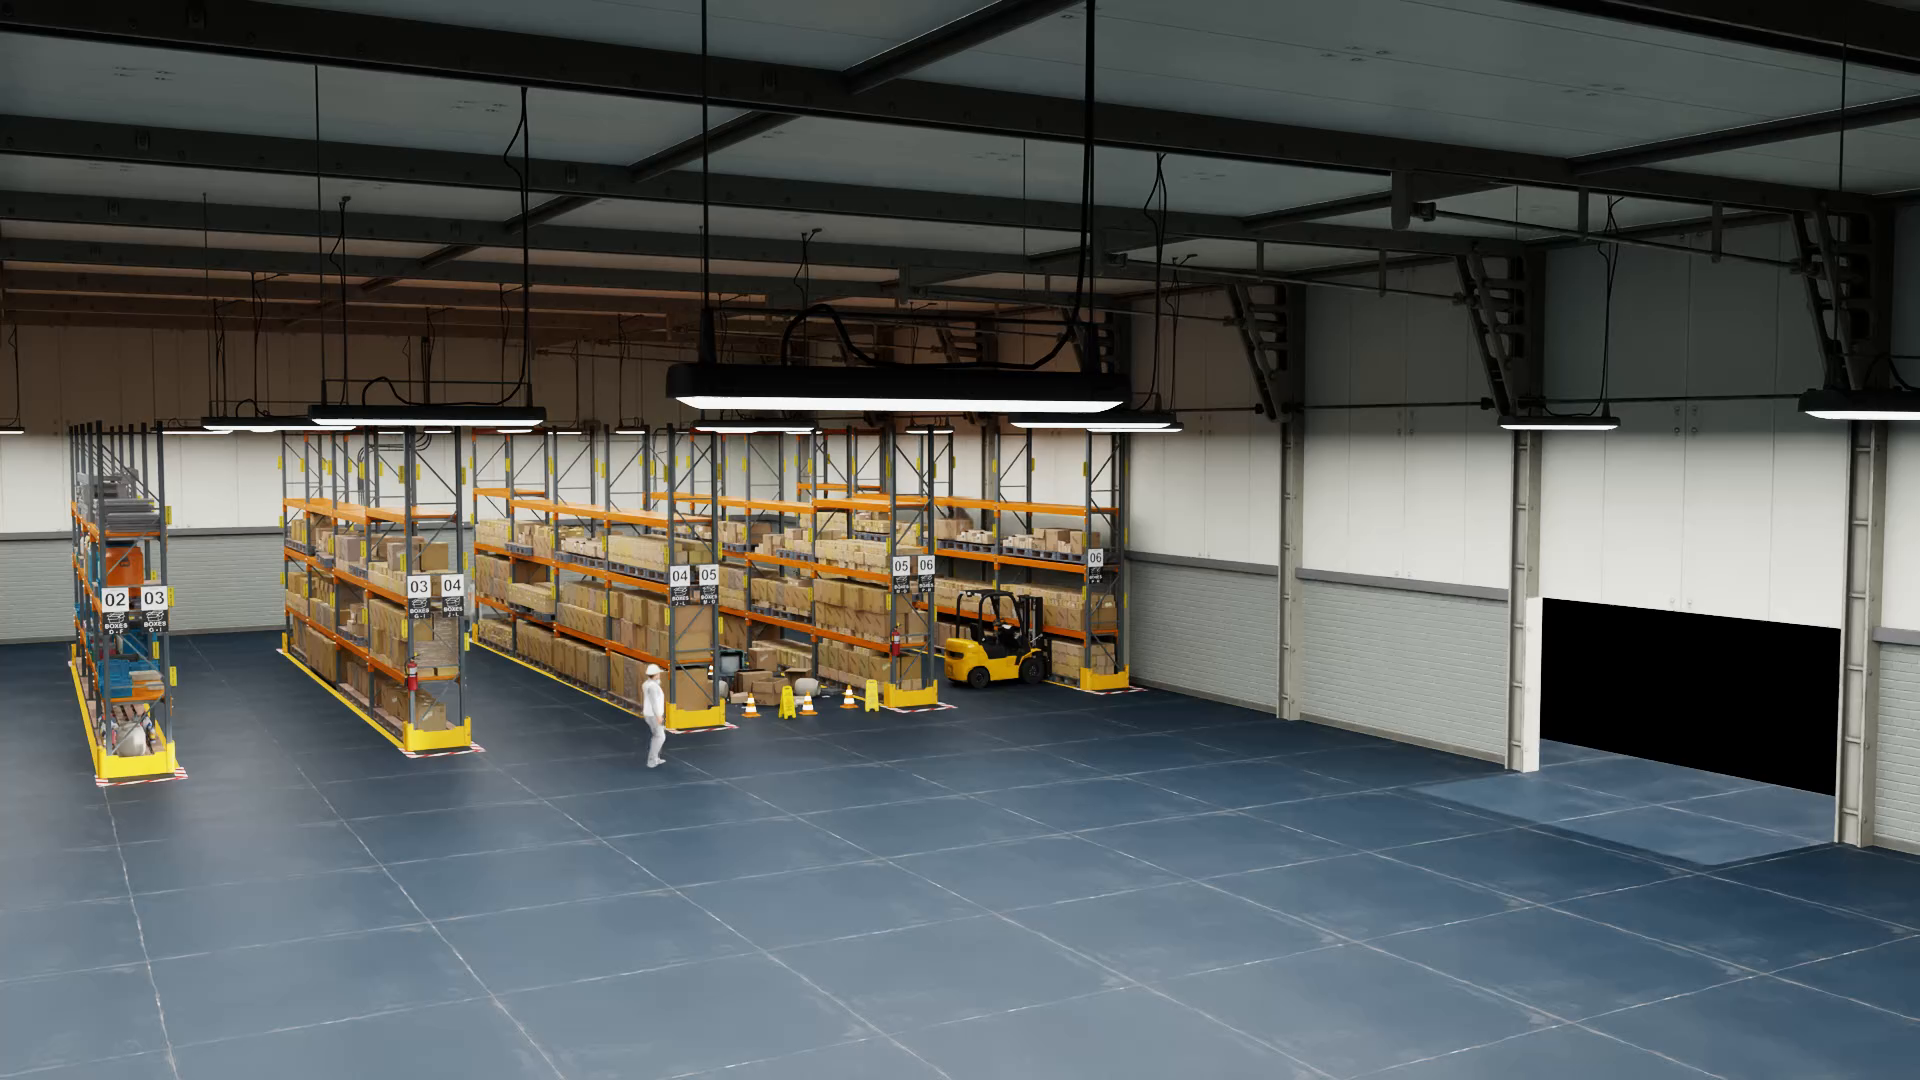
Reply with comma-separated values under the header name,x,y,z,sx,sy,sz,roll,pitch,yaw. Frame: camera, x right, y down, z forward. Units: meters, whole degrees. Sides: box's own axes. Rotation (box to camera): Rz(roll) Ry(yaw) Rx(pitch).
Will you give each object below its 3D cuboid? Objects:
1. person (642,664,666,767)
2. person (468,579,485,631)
name,x,y,z,sx,sy,sz,roll,pitch,yaw
person,-5.350,3.092,29.094,0.389,1.847,0.579,-1,4,-12
person,-14.303,1.880,49.212,0.505,1.678,0.356,-1,4,-12
